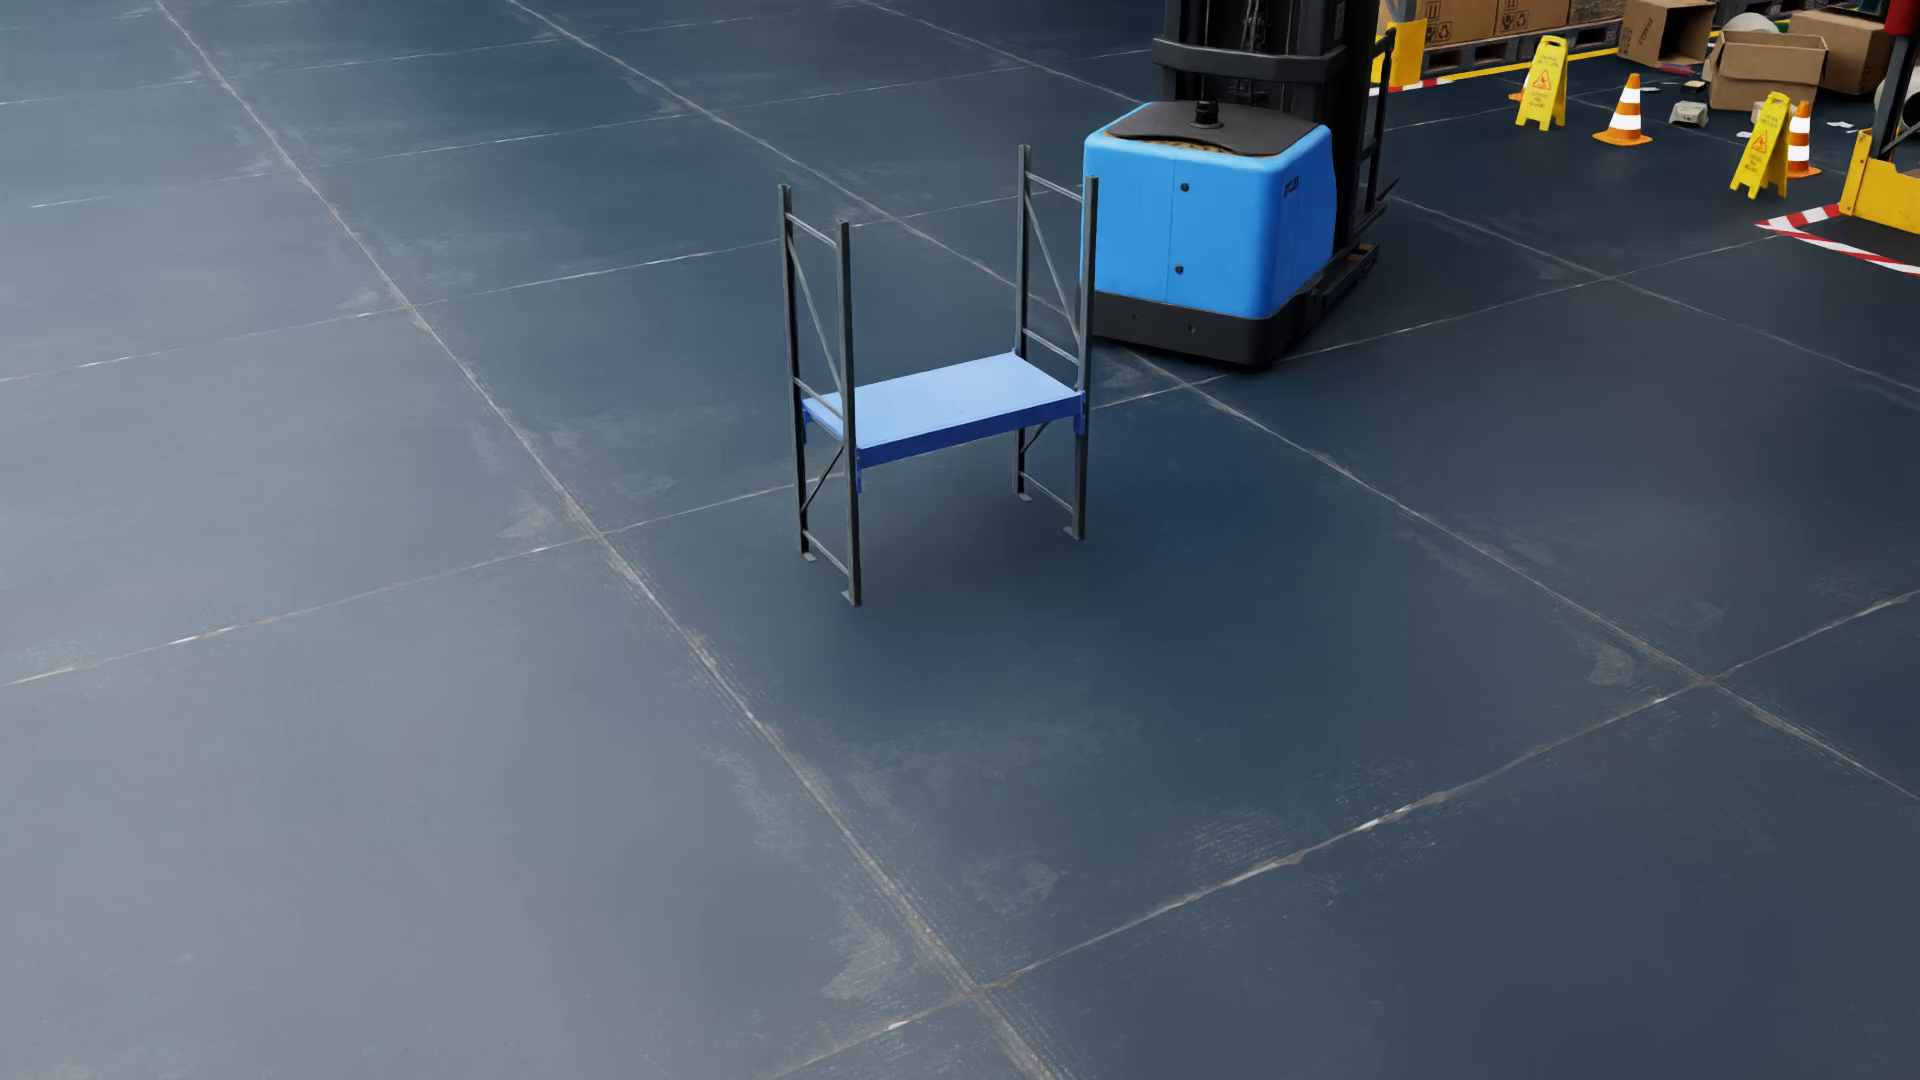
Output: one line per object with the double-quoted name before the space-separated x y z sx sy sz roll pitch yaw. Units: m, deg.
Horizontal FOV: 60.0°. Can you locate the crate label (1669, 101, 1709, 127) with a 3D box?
"crate label" 5.421 -3.168 12.349 0.250 0.136 0.298 15 32 26

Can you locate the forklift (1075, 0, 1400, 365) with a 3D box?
"forklift" 1.742 -2.822 8.831 1.130 2.935 3.031 15 32 25

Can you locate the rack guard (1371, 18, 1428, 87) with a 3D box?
"rack guard" 3.298 -4.118 13.695 0.348 0.500 1.175 -16 33 -26

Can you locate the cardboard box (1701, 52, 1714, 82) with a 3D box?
"cardboard box" 6.218 -3.813 13.384 0.258 0.266 0.396 -10 30 -18

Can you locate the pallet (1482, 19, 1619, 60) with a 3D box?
"pallet" 5.019 -4.523 14.727 1.213 0.211 1.003 -16 33 -26

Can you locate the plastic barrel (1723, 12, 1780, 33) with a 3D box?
"plastic barrel" 6.566 -4.153 13.837 0.421 0.421 0.512 5 29 8

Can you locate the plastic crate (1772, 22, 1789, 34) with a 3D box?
"plastic crate" 7.281 -4.404 14.476 0.662 0.188 0.450 0 19 0

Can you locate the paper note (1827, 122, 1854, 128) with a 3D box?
"paper note" 6.528 -3.082 12.316 0.142 0.019 0.148 -5 29 -9

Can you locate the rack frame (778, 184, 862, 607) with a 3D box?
"rack frame" -0.512 -0.511 6.124 0.032 1.500 0.500 -16 33 -26

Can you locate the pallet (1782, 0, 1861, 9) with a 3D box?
"pallet" 8.447 -5.498 16.494 1.213 0.211 1.003 -16 33 -26

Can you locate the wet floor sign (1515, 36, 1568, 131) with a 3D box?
"wet floor sign" 4.297 -3.356 12.163 0.232 0.644 0.267 -22 36 -35

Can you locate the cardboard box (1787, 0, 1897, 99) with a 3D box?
"cardboard box" 6.947 -3.865 13.092 0.503 0.637 0.797 -16 33 -26

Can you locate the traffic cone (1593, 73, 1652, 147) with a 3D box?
"traffic cone" 4.775 -3.092 11.875 0.334 0.463 0.336 -16 33 -26

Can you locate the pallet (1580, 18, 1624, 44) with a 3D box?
"pallet" 6.072 -4.823 15.272 1.213 0.211 1.003 -16 33 -26

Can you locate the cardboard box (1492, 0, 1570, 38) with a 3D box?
"cardboard box" 4.627 -4.882 14.256 0.875 0.875 0.875 -16 33 -27

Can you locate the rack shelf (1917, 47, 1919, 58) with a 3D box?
"rack shelf" 7.638 -3.356 10.471 4.000 0.370 1.077 -16 33 -26

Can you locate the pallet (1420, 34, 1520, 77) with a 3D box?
"pallet" 3.968 -4.226 14.189 1.213 0.211 1.003 -16 33 -26

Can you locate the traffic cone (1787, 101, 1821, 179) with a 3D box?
"traffic cone" 5.631 -2.713 11.188 0.334 0.463 0.336 -16 33 -26

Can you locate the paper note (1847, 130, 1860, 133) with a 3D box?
"paper note" 6.528 -2.988 12.155 0.123 0.001 0.032 -16 33 -26

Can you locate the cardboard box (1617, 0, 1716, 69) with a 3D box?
"cardboard box" 5.949 -4.297 14.016 0.500 0.500 0.500 -10 30 -18

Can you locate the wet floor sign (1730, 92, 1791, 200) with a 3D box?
"wet floor sign" 5.207 -2.550 10.702 0.232 0.644 0.267 -5 29 -9

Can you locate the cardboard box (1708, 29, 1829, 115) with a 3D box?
"cardboard box" 6.145 -3.573 12.703 0.797 0.503 0.637 10 30 17

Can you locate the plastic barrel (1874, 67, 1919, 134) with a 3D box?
"plastic barrel" 6.927 -3.190 12.092 0.421 0.421 0.512 5 29 8

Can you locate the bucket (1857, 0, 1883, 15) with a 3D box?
"bucket" 7.818 -4.436 13.499 0.620 0.611 0.726 4 28 -14

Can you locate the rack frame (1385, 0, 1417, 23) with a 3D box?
"rack frame" 3.318 -5.219 13.102 0.127 3.000 1.000 -16 33 -26

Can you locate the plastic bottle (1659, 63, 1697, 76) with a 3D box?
"plastic bottle" 5.936 -3.878 13.713 0.283 0.061 0.133 22 36 34

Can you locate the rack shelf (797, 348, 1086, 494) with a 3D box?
"rack shelf" -0.074 -0.478 6.437 1.000 0.185 0.538 -16 33 -26

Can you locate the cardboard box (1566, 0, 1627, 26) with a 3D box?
"cardboard box" 5.414 -5.104 14.659 0.875 0.875 0.875 -16 33 -26

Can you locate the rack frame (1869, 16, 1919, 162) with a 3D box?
"rack frame" 5.913 -3.181 9.410 0.127 3.000 1.000 -16 33 -26

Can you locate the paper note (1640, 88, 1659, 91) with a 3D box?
"paper note" 5.495 -3.584 13.215 0.142 0.017 0.144 -5 29 -9

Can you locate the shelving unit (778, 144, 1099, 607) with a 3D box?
"shelving unit" -0.074 -0.636 6.350 1.048 1.500 0.538 -16 33 -26

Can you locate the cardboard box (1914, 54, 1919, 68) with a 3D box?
"cardboard box" 7.572 -3.658 13.104 0.258 0.266 0.396 10 30 17

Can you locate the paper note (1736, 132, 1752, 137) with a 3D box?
"paper note" 5.720 -2.942 12.049 0.148 0.019 0.142 22 36 34

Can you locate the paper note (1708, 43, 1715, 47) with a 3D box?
"paper note" 6.646 -4.356 14.612 0.147 0.020 0.142 10 30 17

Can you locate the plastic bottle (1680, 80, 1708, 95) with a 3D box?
"plastic bottle" 5.843 -3.606 13.220 0.133 0.061 0.283 22 36 34

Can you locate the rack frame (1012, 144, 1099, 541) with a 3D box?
"rack frame" 0.365 -0.760 6.575 0.032 1.500 0.500 -16 33 -26

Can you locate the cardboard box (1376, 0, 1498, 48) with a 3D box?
"cardboard box" 3.870 -4.666 13.864 0.875 0.875 0.875 -16 33 -26

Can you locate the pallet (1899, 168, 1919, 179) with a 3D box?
"pallet" 6.697 -2.163 10.451 1.213 0.211 1.003 -16 33 -26

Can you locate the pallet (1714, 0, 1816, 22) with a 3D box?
"pallet" 7.394 -5.197 15.949 1.213 0.211 1.003 -16 33 -26

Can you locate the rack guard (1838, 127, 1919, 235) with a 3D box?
"rack guard" 5.979 -2.106 10.048 0.348 0.500 1.175 -16 33 -26

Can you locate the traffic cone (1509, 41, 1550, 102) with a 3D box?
"traffic cone" 4.496 -3.646 12.878 0.334 0.463 0.336 -16 33 -26

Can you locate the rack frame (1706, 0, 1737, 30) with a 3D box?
"rack frame" 6.767 -6.198 14.876 0.127 3.000 1.000 -16 33 -26

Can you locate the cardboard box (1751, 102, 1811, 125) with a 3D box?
"cardboard box" 6.019 -3.095 12.205 0.250 0.149 0.380 0 29 0

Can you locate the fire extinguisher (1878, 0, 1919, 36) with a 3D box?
"fire extinguisher" 5.581 -3.311 9.726 0.183 0.674 0.296 -16 33 -26
